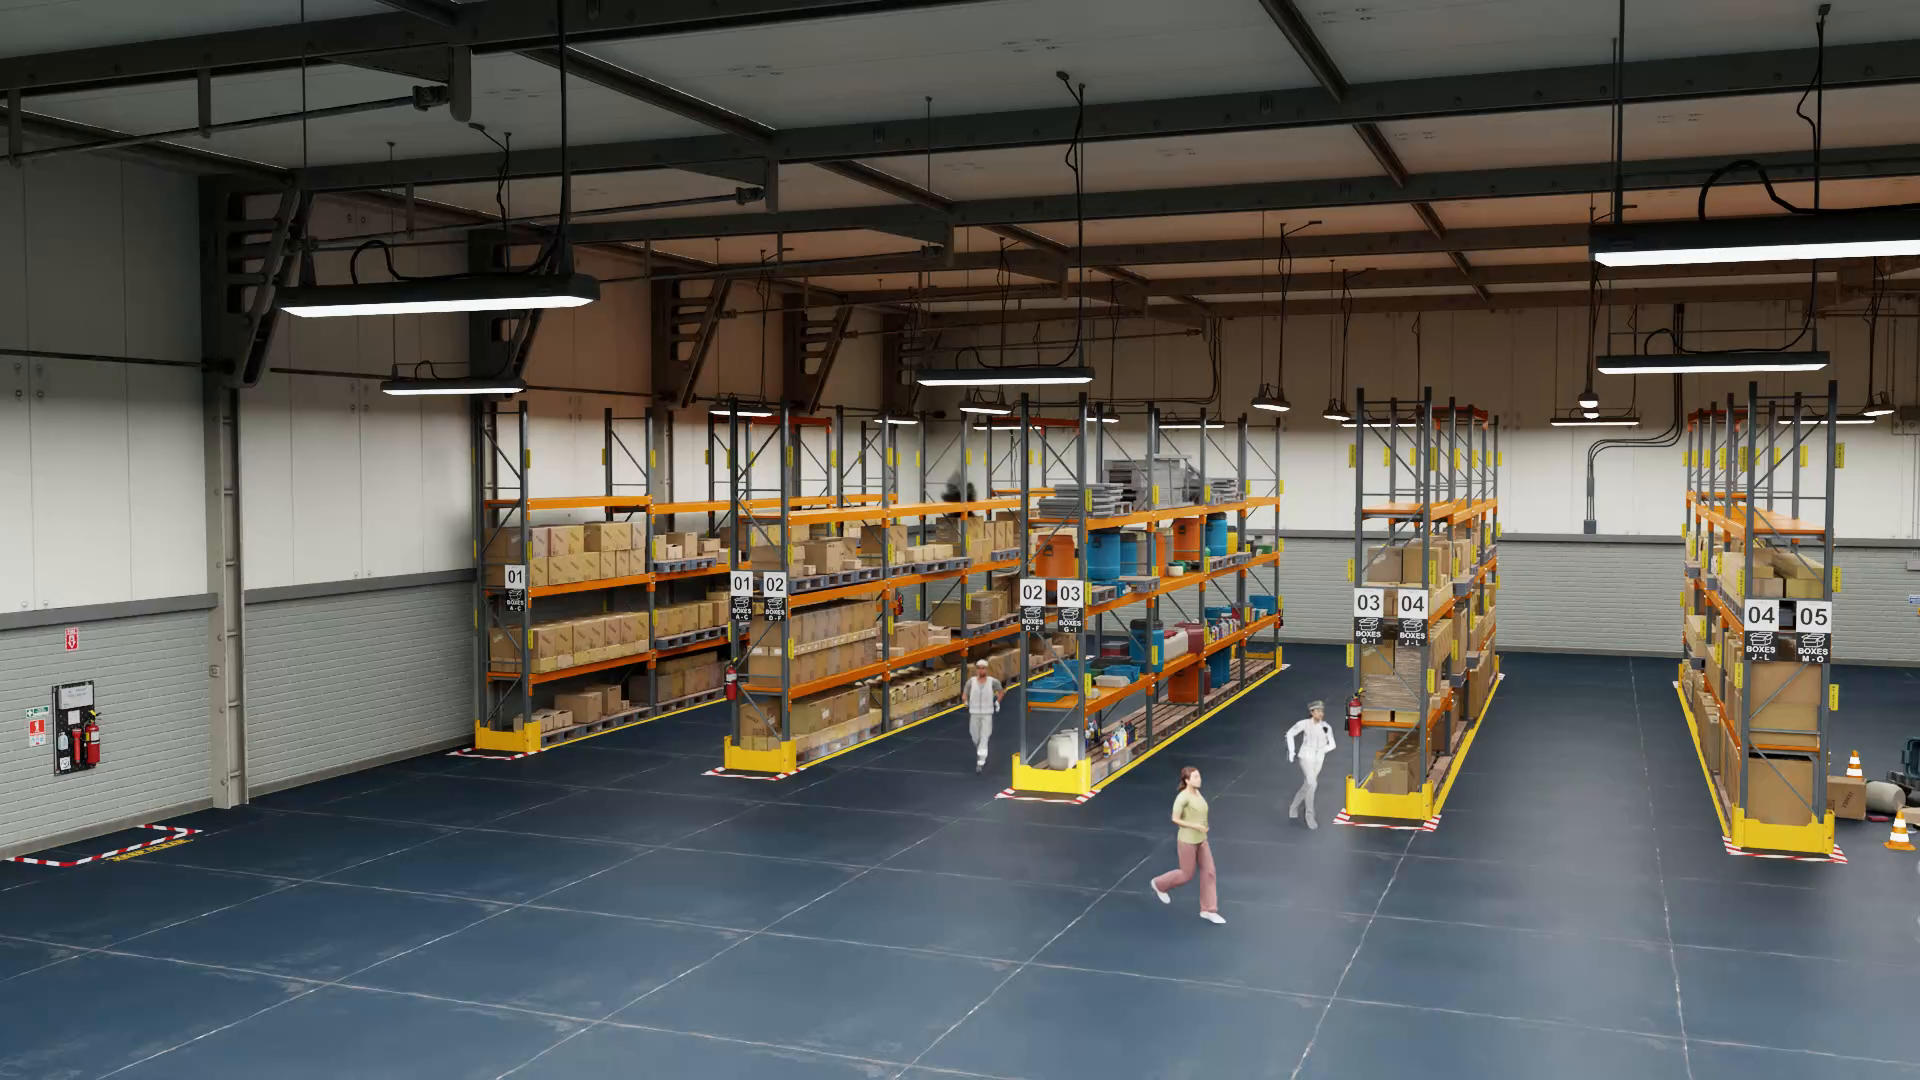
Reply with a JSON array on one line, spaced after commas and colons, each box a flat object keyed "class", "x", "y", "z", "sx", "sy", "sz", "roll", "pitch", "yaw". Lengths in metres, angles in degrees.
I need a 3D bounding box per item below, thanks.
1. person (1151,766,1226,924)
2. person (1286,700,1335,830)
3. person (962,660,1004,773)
[{"class": "person", "x": 2.500, "y": 3.310, "z": 18.124, "sx": 0.922, "sy": 1.635, "sz": 0.579, "roll": 2, "pitch": 4, "yaw": 42}, {"class": "person", "x": 4.859, "y": 3.046, "z": 22.808, "sx": 0.603, "sy": 1.691, "sz": 0.794, "roll": -1, "pitch": 3, "yaw": -16}, {"class": "person", "x": 0.358, "y": 2.802, "z": 26.675, "sx": 0.658, "sy": 1.768, "sz": 0.971, "roll": 0, "pitch": 3, "yaw": 8}]
